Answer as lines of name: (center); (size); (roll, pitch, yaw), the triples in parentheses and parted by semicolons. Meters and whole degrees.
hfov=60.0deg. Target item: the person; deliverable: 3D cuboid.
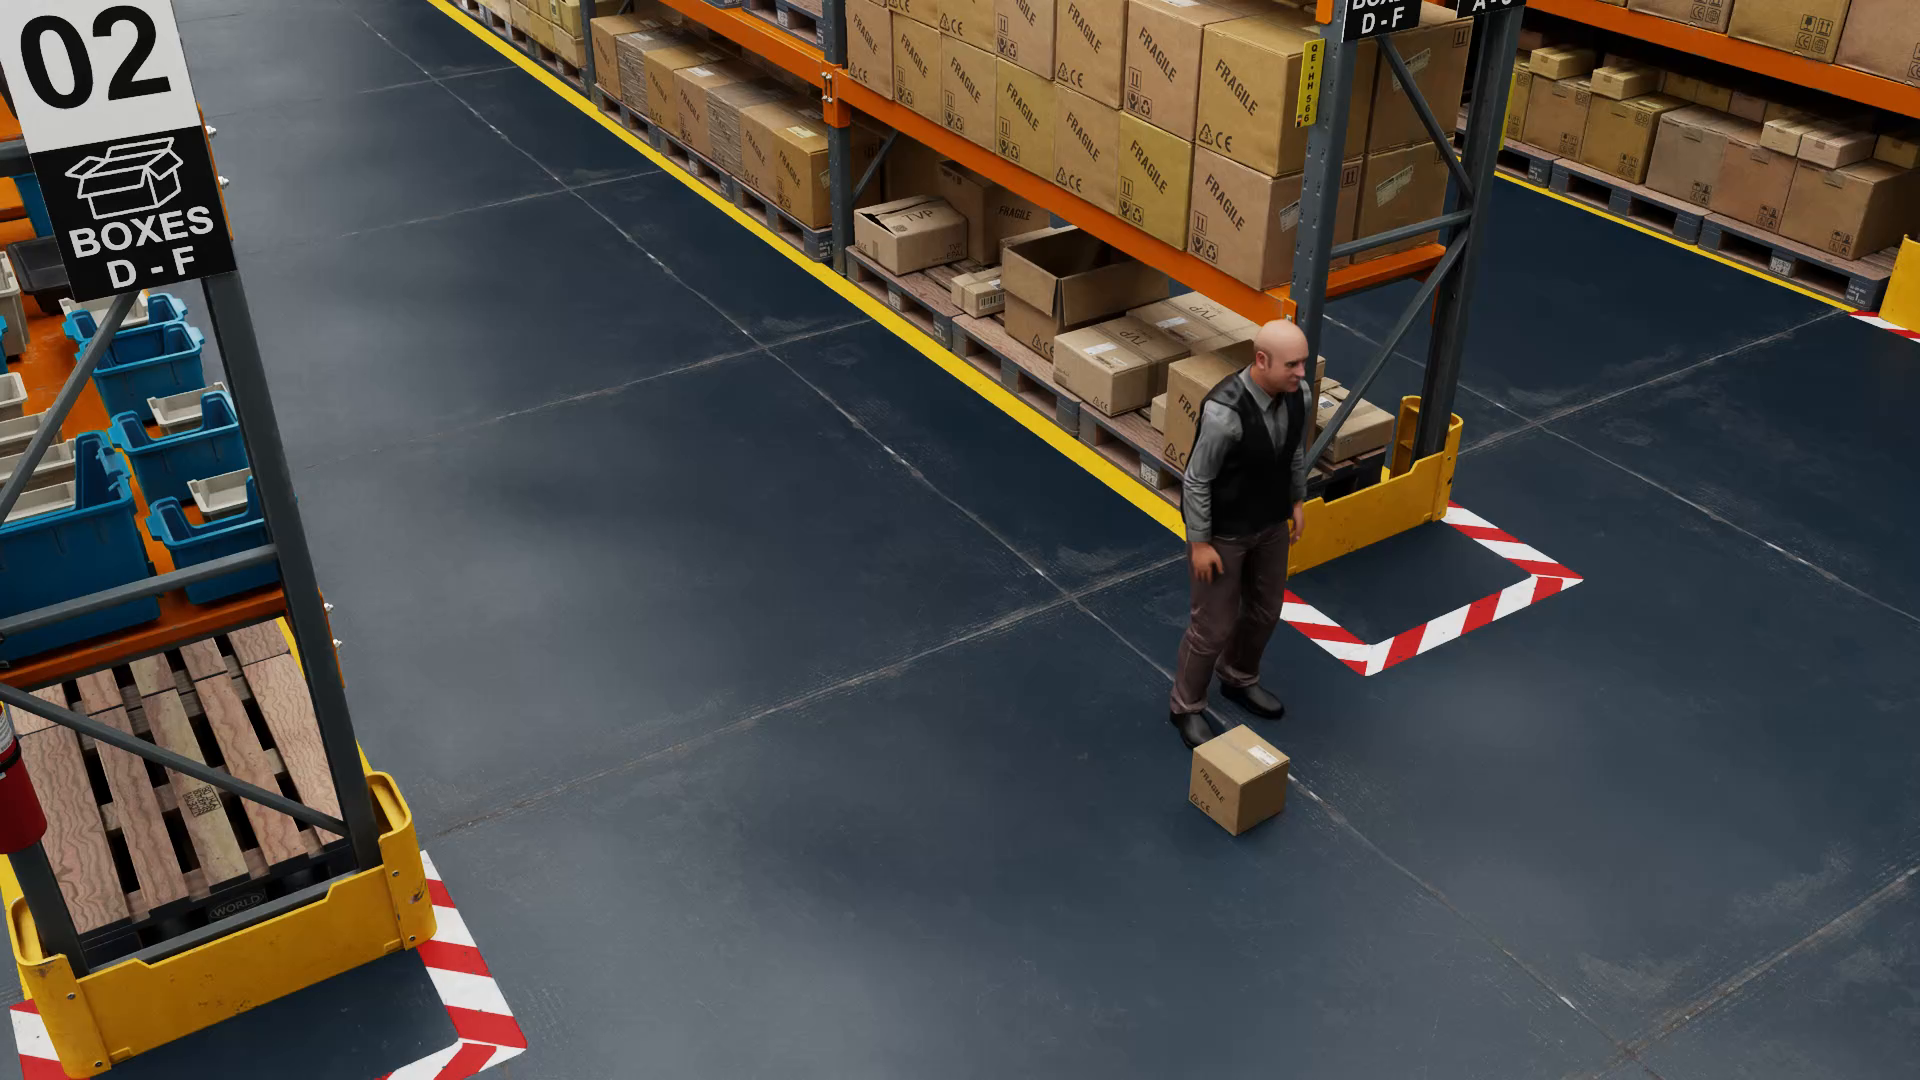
person: (1.052, -0.054, 6.245); (0.588, 1.721, 0.411); (-22, 38, -30)
